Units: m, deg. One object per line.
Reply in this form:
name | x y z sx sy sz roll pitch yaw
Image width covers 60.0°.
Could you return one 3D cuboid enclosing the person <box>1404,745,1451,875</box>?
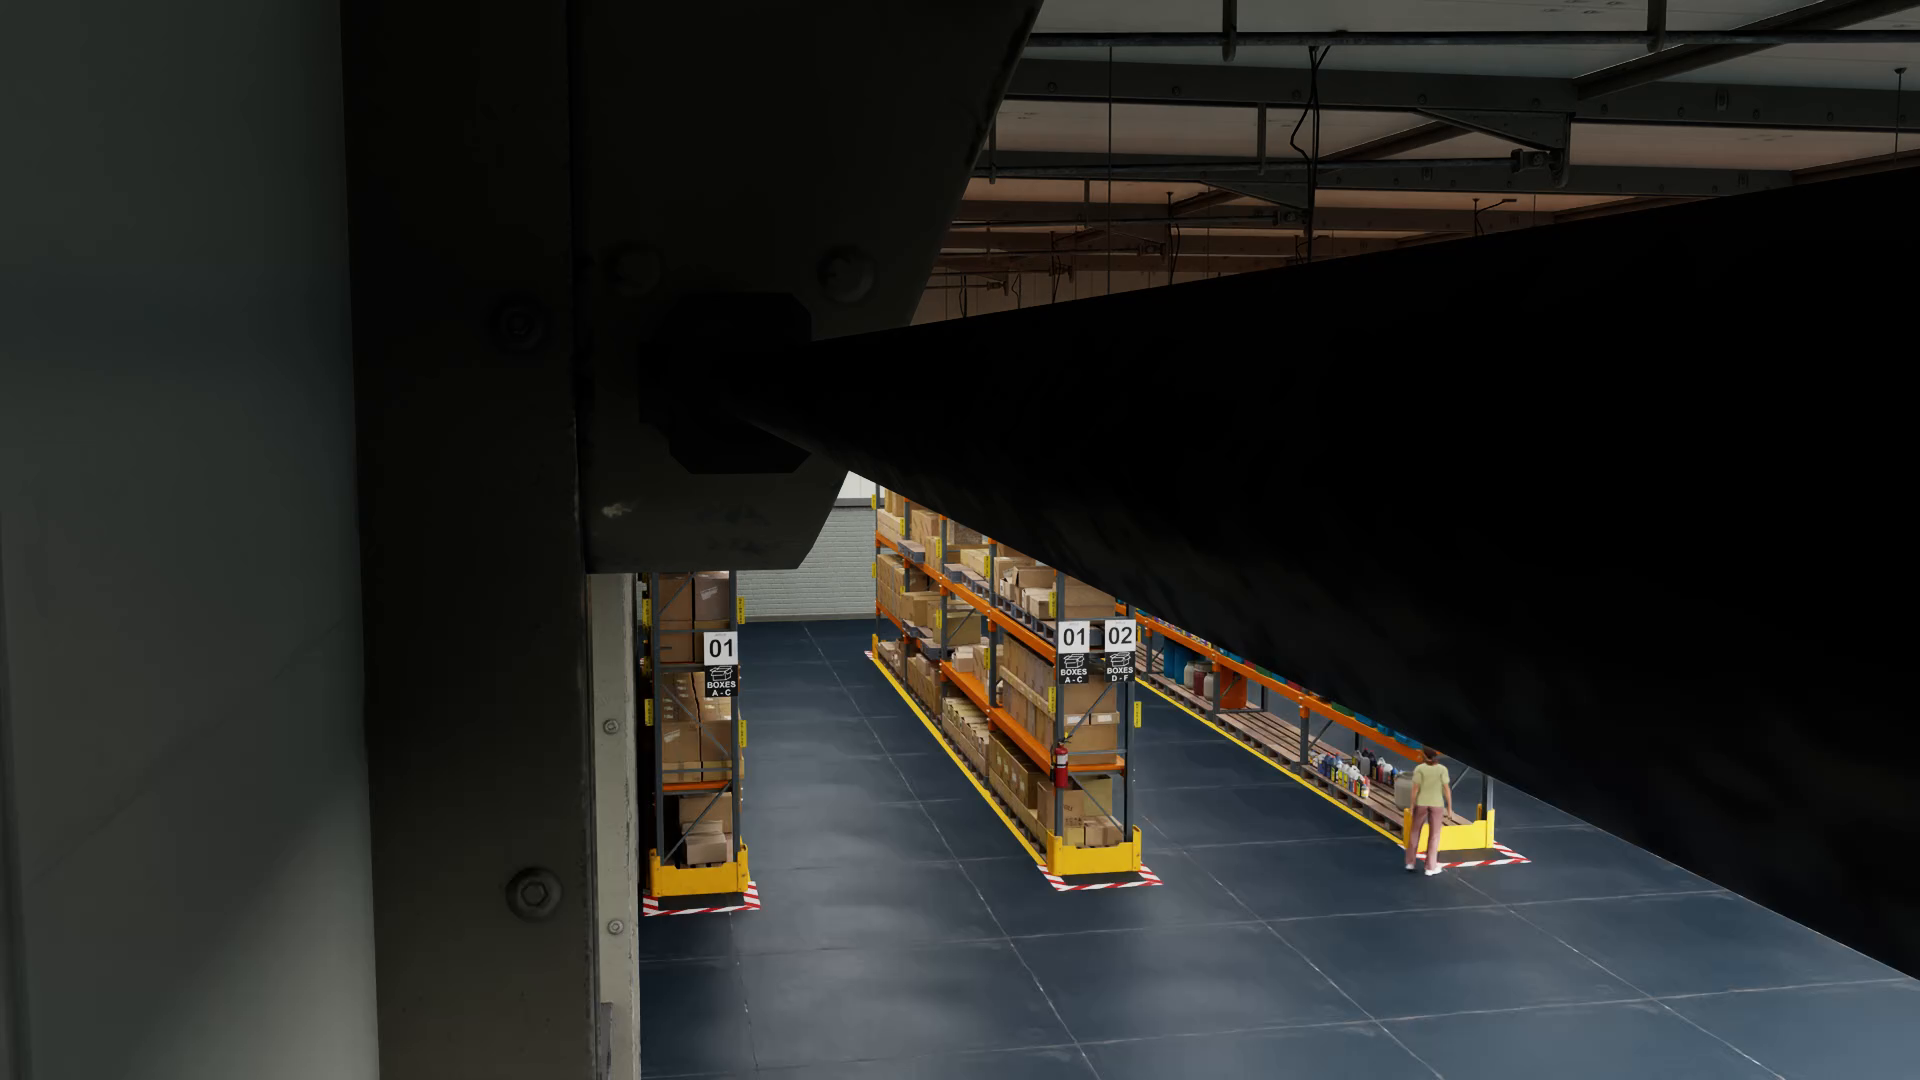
person | 5.896 3.376 20.928 0.553 1.708 0.411 2 6 22
